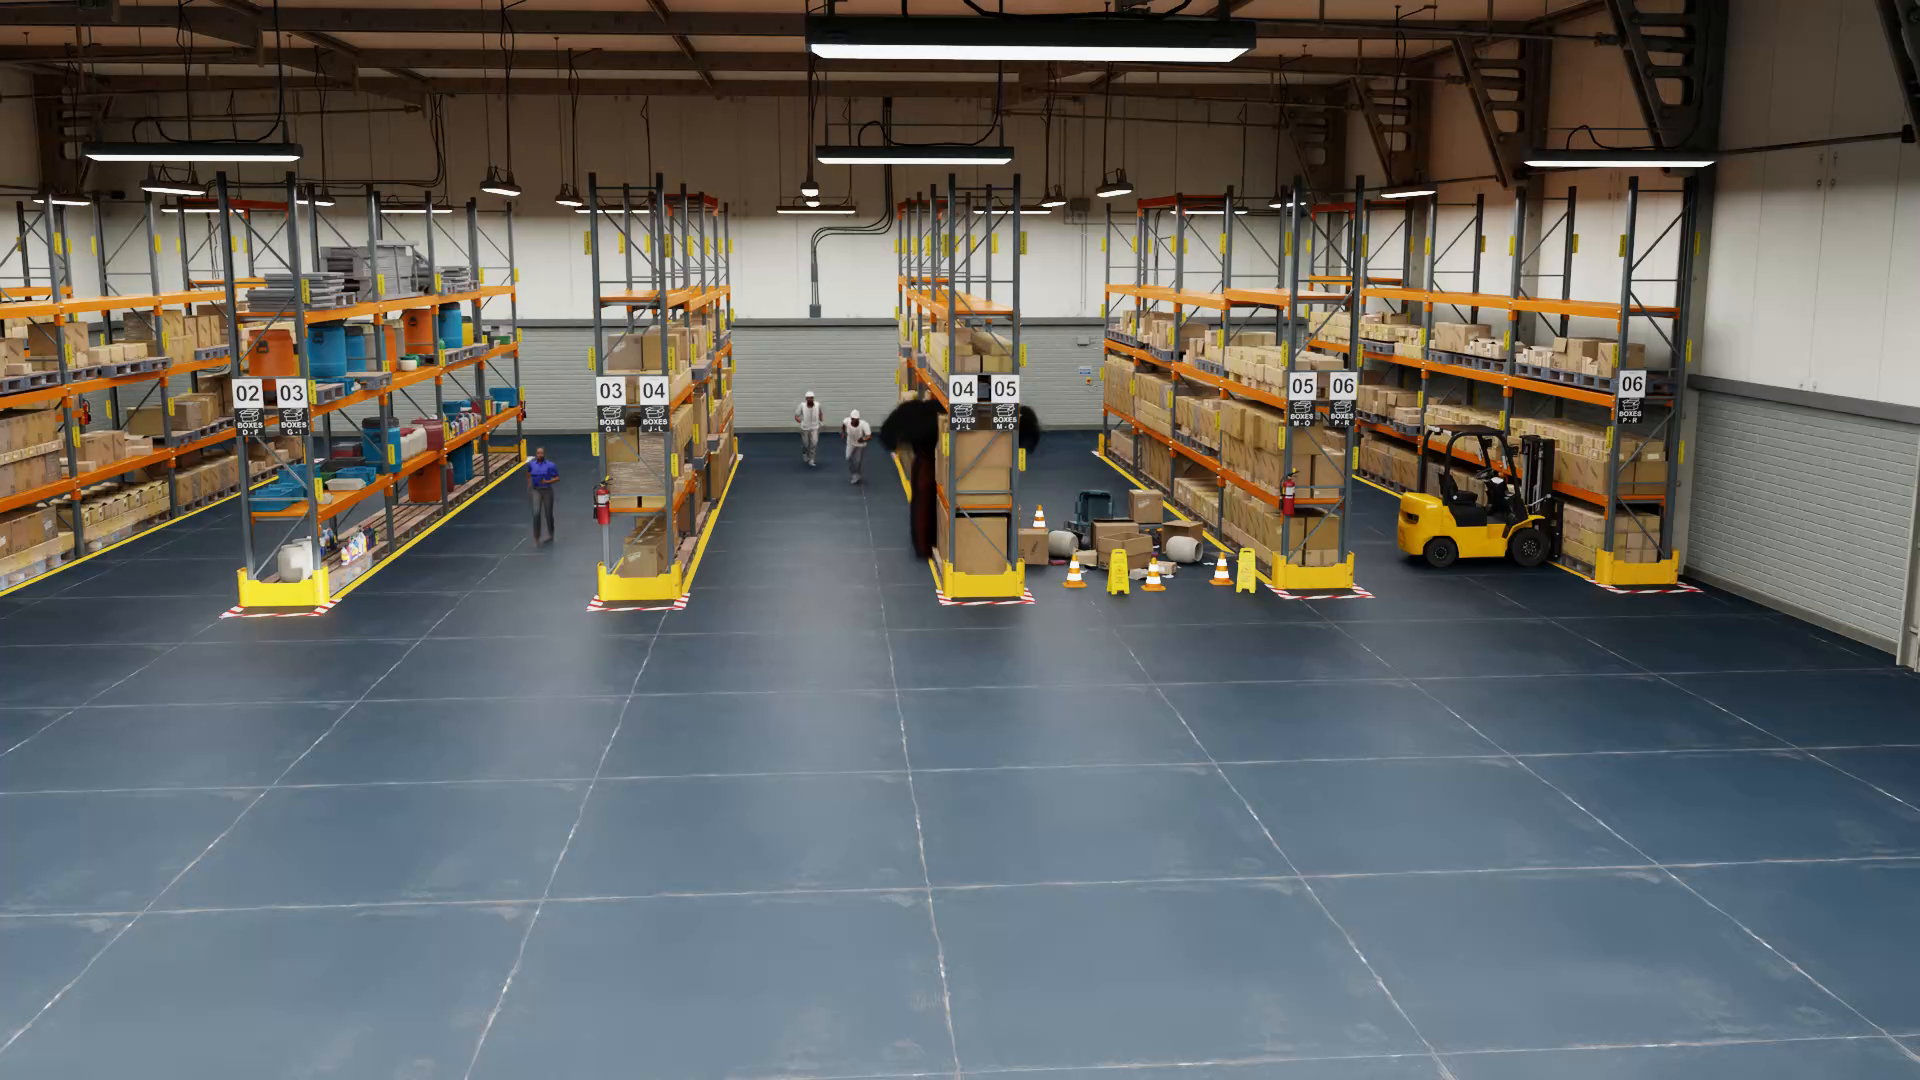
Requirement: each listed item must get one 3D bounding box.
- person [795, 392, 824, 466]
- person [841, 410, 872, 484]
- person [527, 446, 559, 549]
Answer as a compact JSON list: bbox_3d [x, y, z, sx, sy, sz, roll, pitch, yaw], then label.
[{"bbox_3d":[-3.482,-2.574,38.364,0.687,1.731,0.776,-3,10,-16],"label":"person"},{"bbox_3d":[-2.210,-2.035,35.541,0.725,1.576,1.100,1,10,6],"label":"person"},{"bbox_3d":[-7.043,-0.738,28.104,0.584,1.689,0.733,-1,10,-3],"label":"person"}]
